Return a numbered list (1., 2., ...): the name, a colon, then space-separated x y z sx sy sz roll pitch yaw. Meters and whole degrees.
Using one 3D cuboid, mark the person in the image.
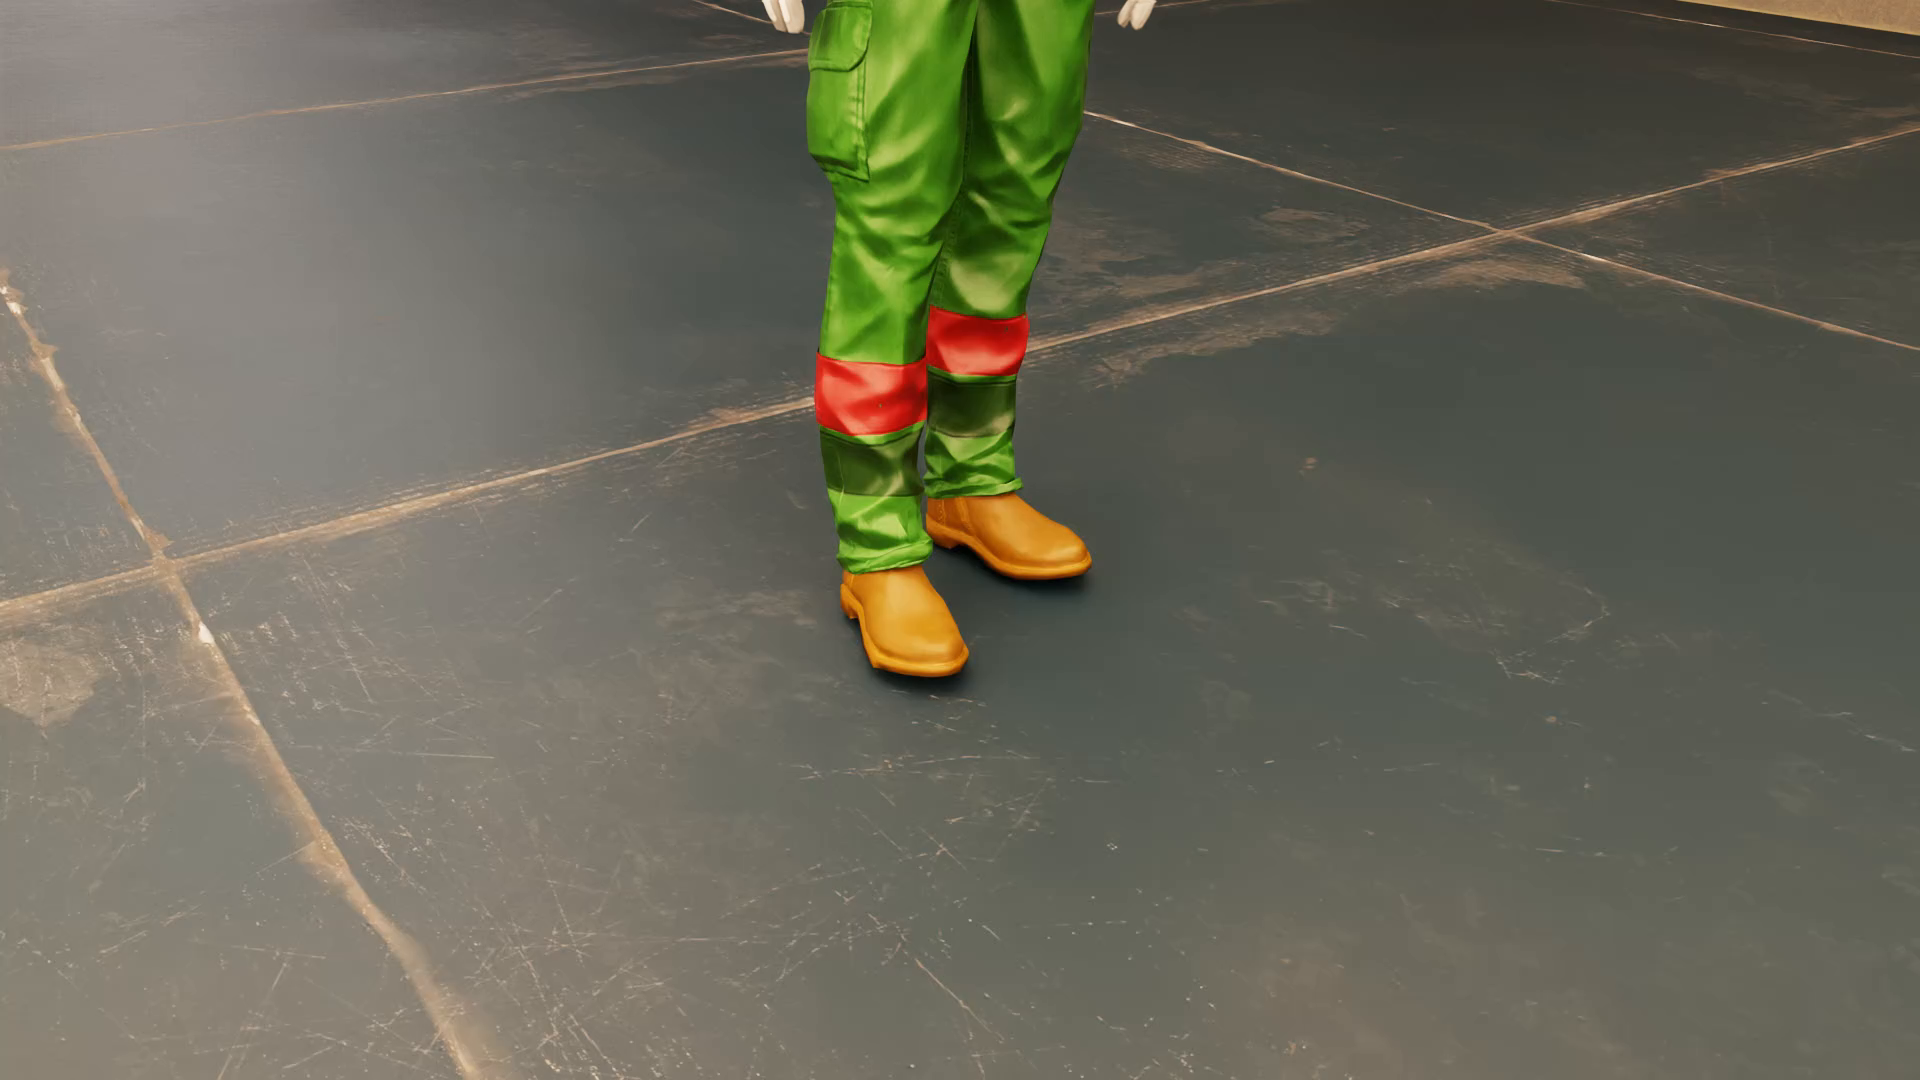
1. person: 0.035 -0.774 2.030 0.637 1.787 0.564 -17 31 -31
